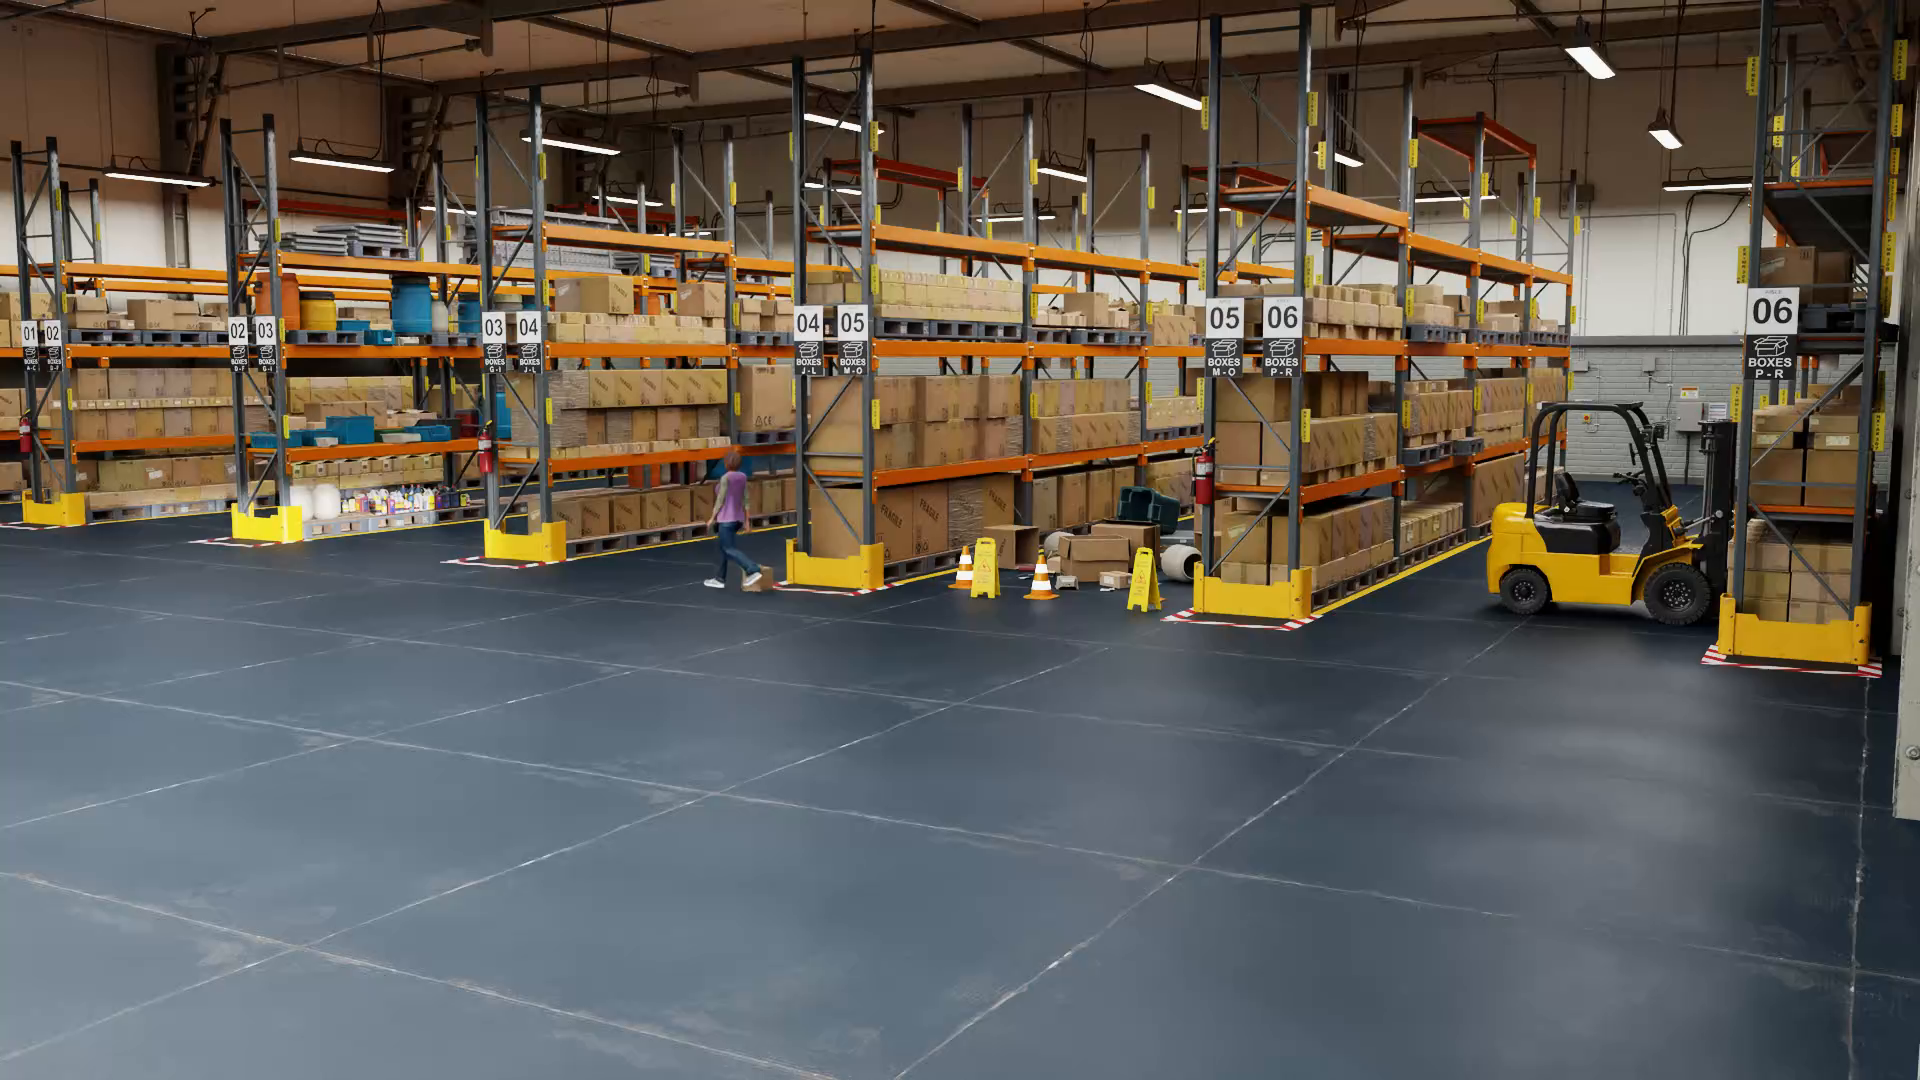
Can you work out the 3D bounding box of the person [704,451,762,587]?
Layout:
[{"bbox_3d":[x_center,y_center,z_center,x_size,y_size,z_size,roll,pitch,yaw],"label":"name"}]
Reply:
[{"bbox_3d":[-2.545,-0.220,18.541,0.881,1.548,0.413,3,7,28],"label":"person"}]
